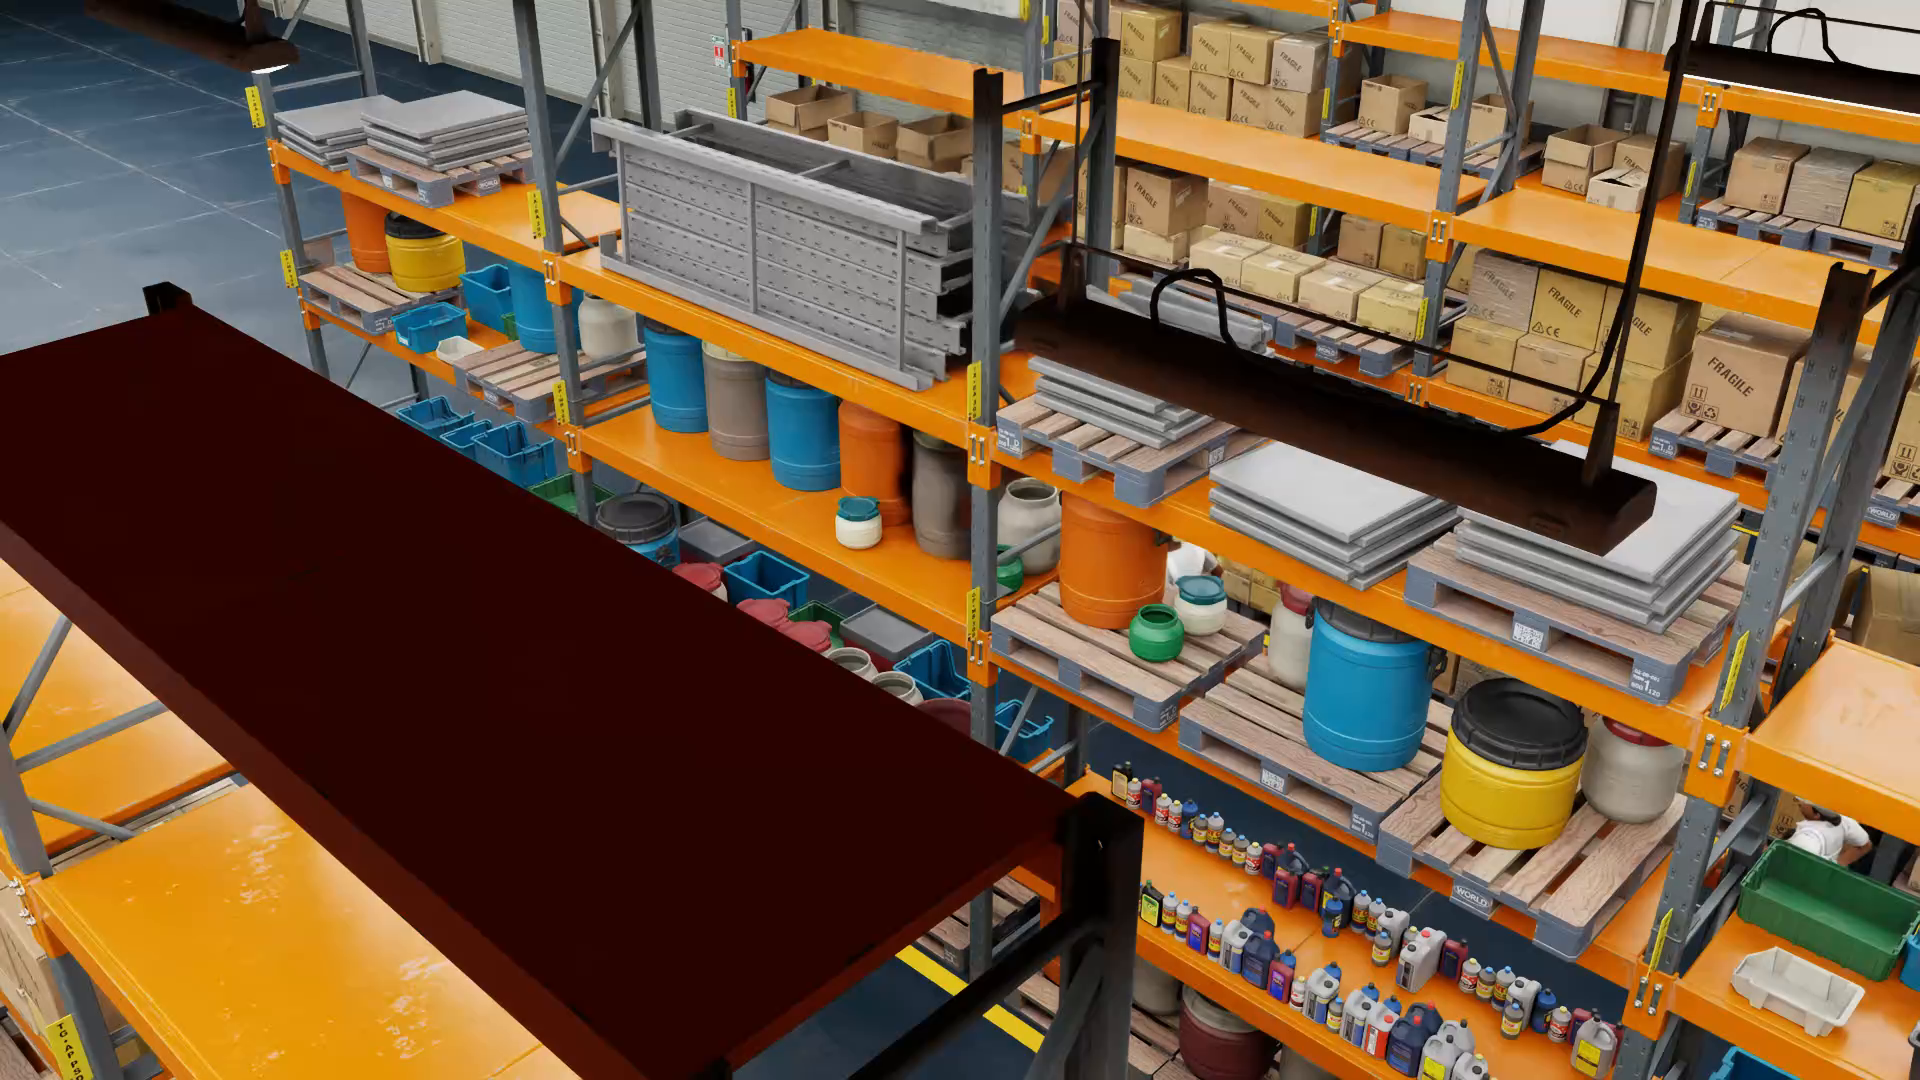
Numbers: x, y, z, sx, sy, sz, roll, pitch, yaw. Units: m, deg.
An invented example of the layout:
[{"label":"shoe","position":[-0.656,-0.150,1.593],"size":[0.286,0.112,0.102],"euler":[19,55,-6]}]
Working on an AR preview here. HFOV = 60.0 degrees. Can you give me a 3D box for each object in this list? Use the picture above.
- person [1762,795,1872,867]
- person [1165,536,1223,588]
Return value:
[{"label":"person","position":[5.352,2.267,10.551],"size":[0.712,1.673,0.589],"euler":[23,37,35]},{"label":"person","position":[1.629,0.622,12.742],"size":[0.920,1.786,0.707],"euler":[23,37,34]}]
